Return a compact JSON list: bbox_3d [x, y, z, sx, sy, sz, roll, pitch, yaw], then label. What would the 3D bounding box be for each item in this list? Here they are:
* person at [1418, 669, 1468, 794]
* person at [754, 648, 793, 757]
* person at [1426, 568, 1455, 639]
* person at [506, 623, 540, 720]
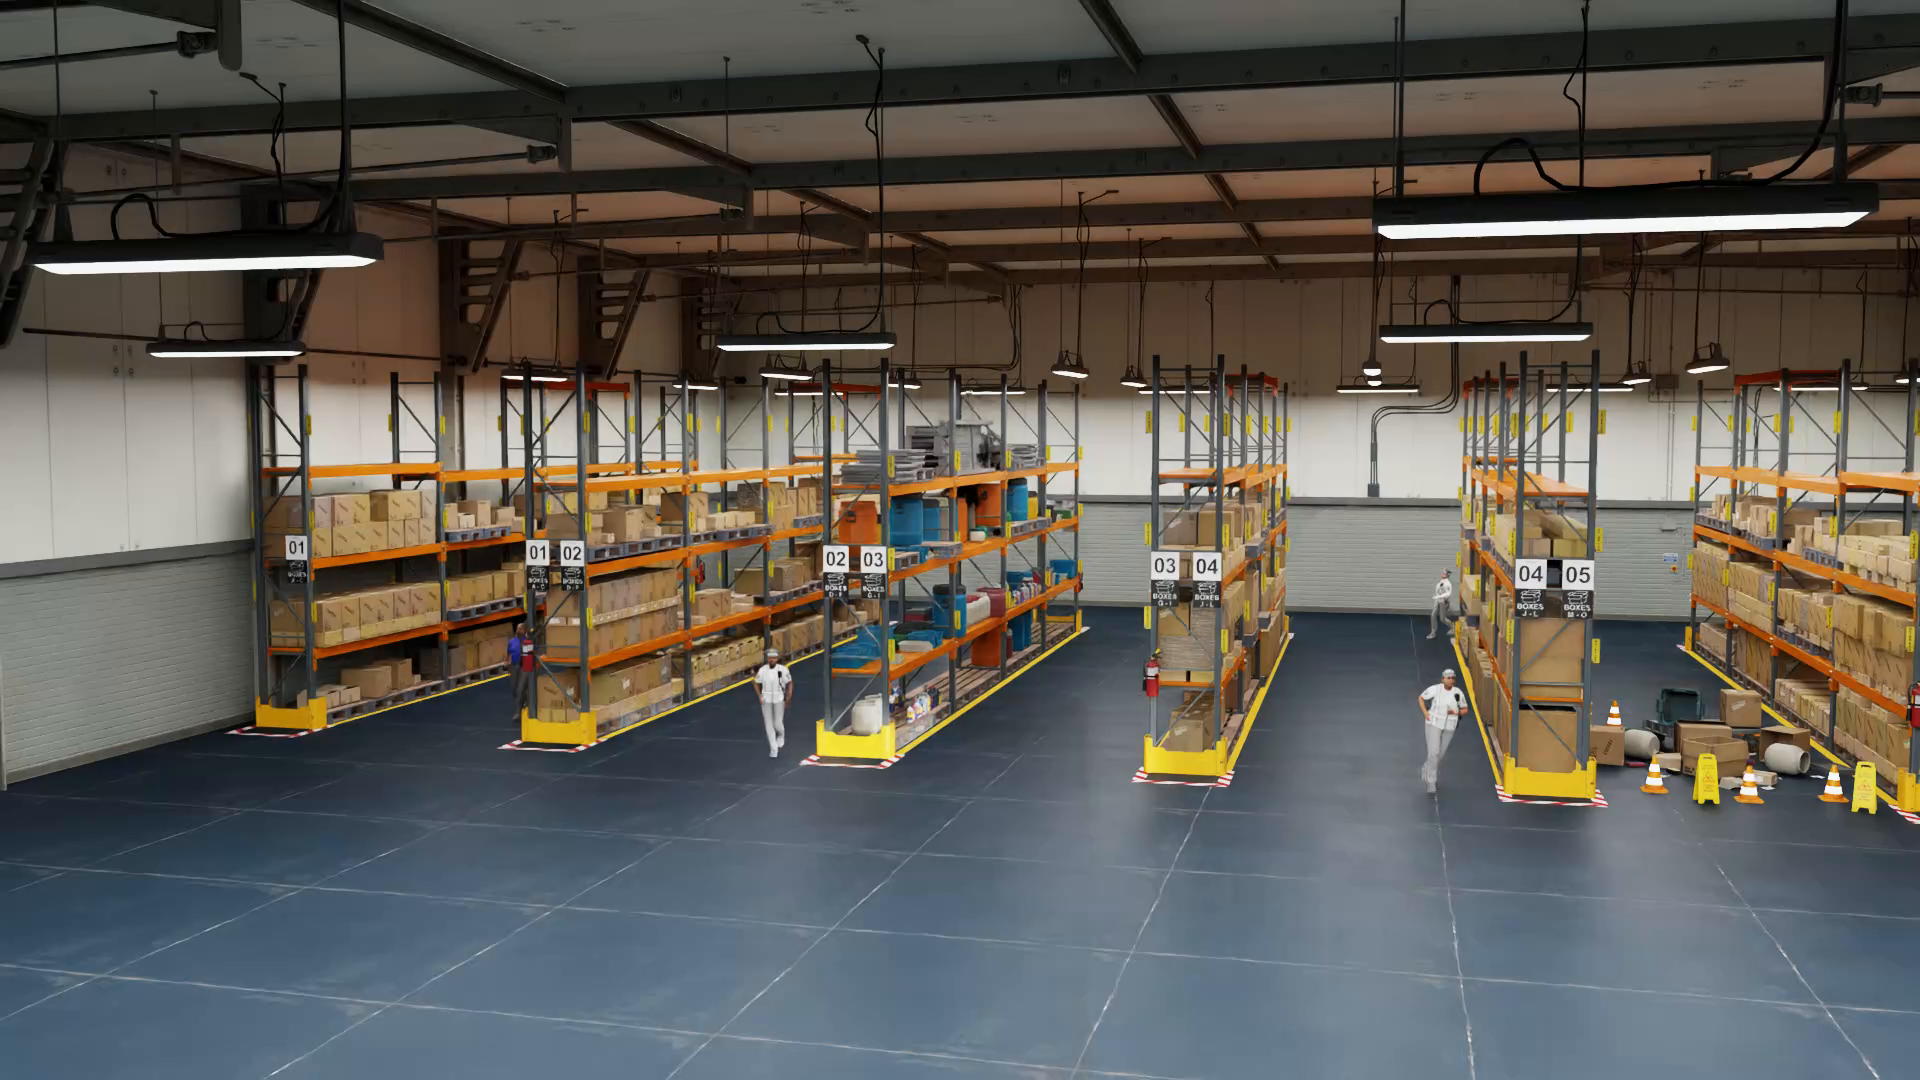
[{"bbox_3d":[6.671,2.616,22.960,0.623,1.704,0.799,0,4,-4],"label":"person"},{"bbox_3d":[-2.833,2.456,25.228,0.592,1.668,0.585,0,4,1],"label":"person"},{"bbox_3d":[11.366,1.491,38.980,0.786,1.694,0.630,-1,4,-12],"label":"person"},{"bbox_3d":[-7.497,2.228,28.452,0.593,1.618,0.727,0,4,5],"label":"person"}]
